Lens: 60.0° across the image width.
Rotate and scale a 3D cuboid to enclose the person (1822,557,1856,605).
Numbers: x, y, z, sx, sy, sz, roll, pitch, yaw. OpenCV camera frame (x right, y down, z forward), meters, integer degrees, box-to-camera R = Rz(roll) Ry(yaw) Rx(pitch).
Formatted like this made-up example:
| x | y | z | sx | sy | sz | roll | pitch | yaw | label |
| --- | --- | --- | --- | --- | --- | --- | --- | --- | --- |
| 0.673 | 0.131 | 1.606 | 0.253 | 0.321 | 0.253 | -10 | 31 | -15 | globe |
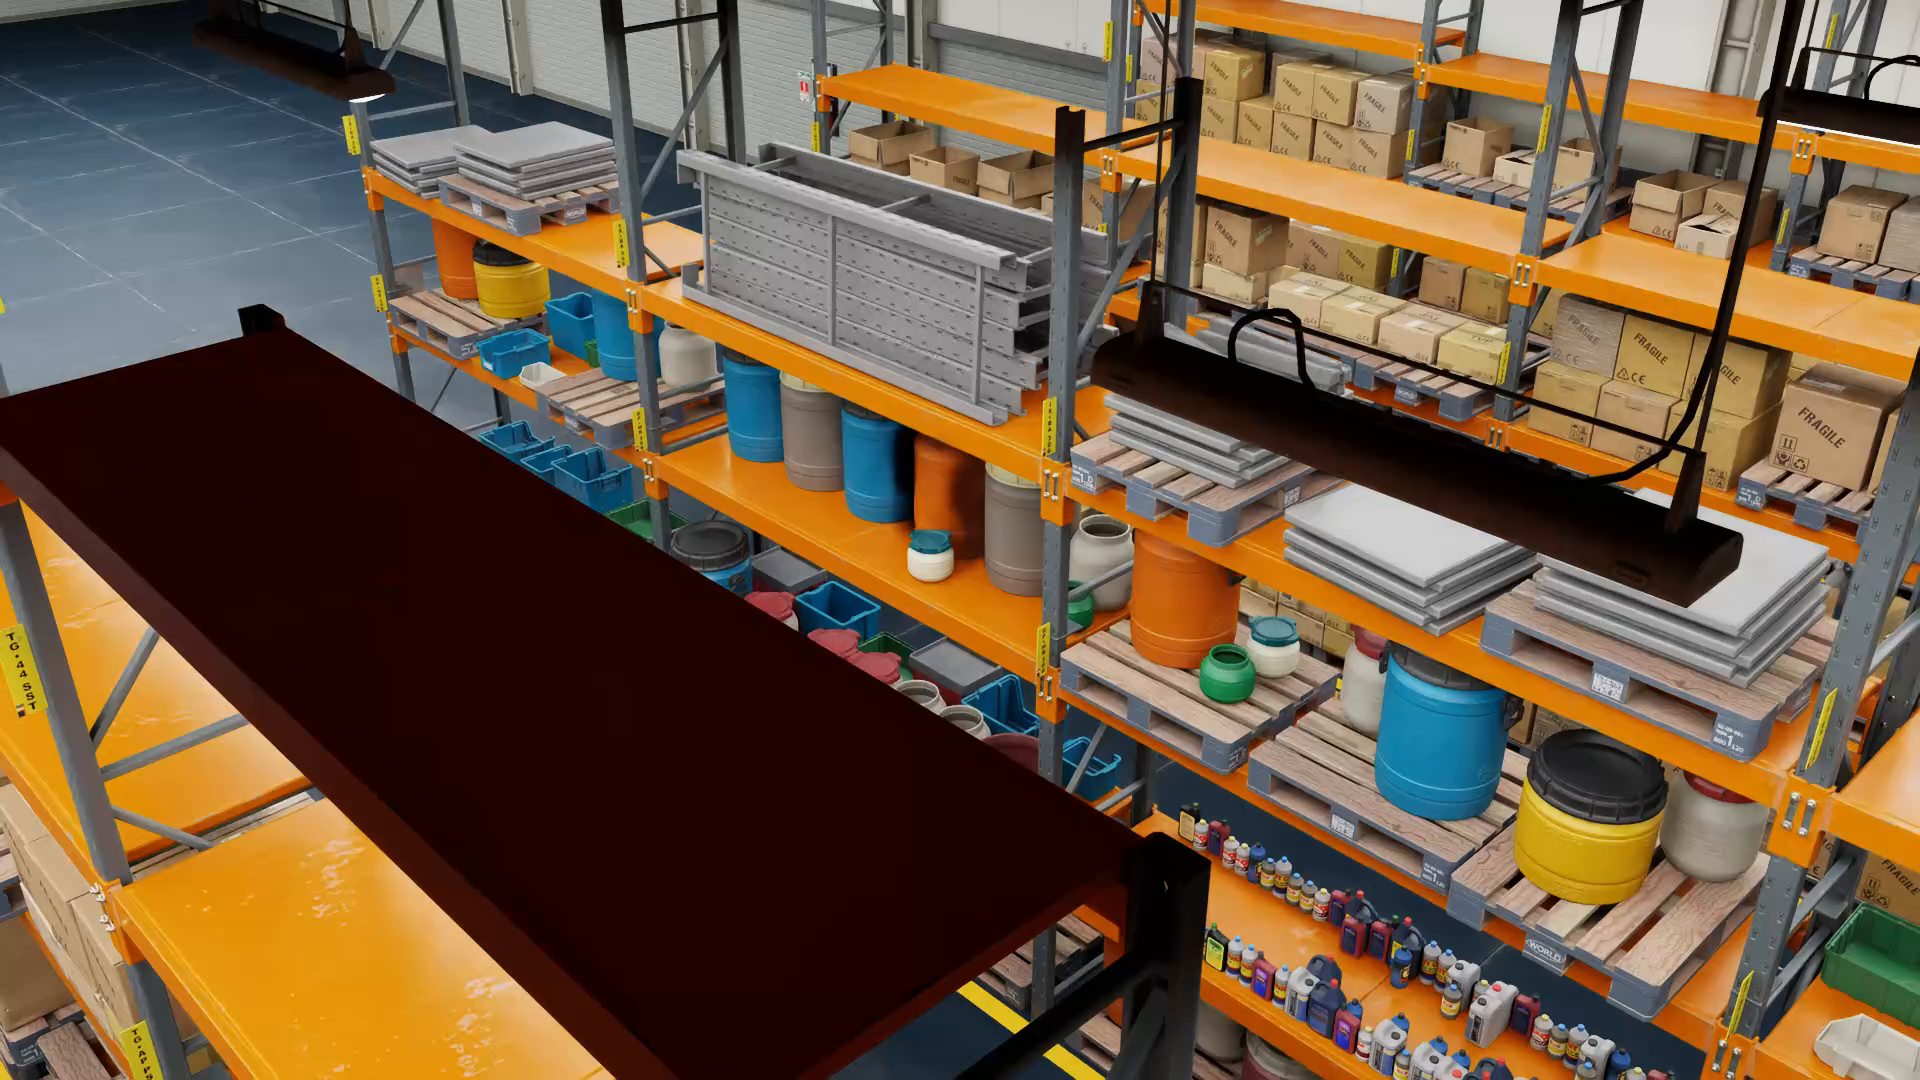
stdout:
| x | y | z | sx | sy | sz | roll | pitch | yaw | label |
| --- | --- | --- | --- | --- | --- | --- | --- | --- | --- |
| 7.842 | 0.207 | 14.632 | 1.033 | 1.723 | 0.513 | 20 | 34 | 33 | person |
